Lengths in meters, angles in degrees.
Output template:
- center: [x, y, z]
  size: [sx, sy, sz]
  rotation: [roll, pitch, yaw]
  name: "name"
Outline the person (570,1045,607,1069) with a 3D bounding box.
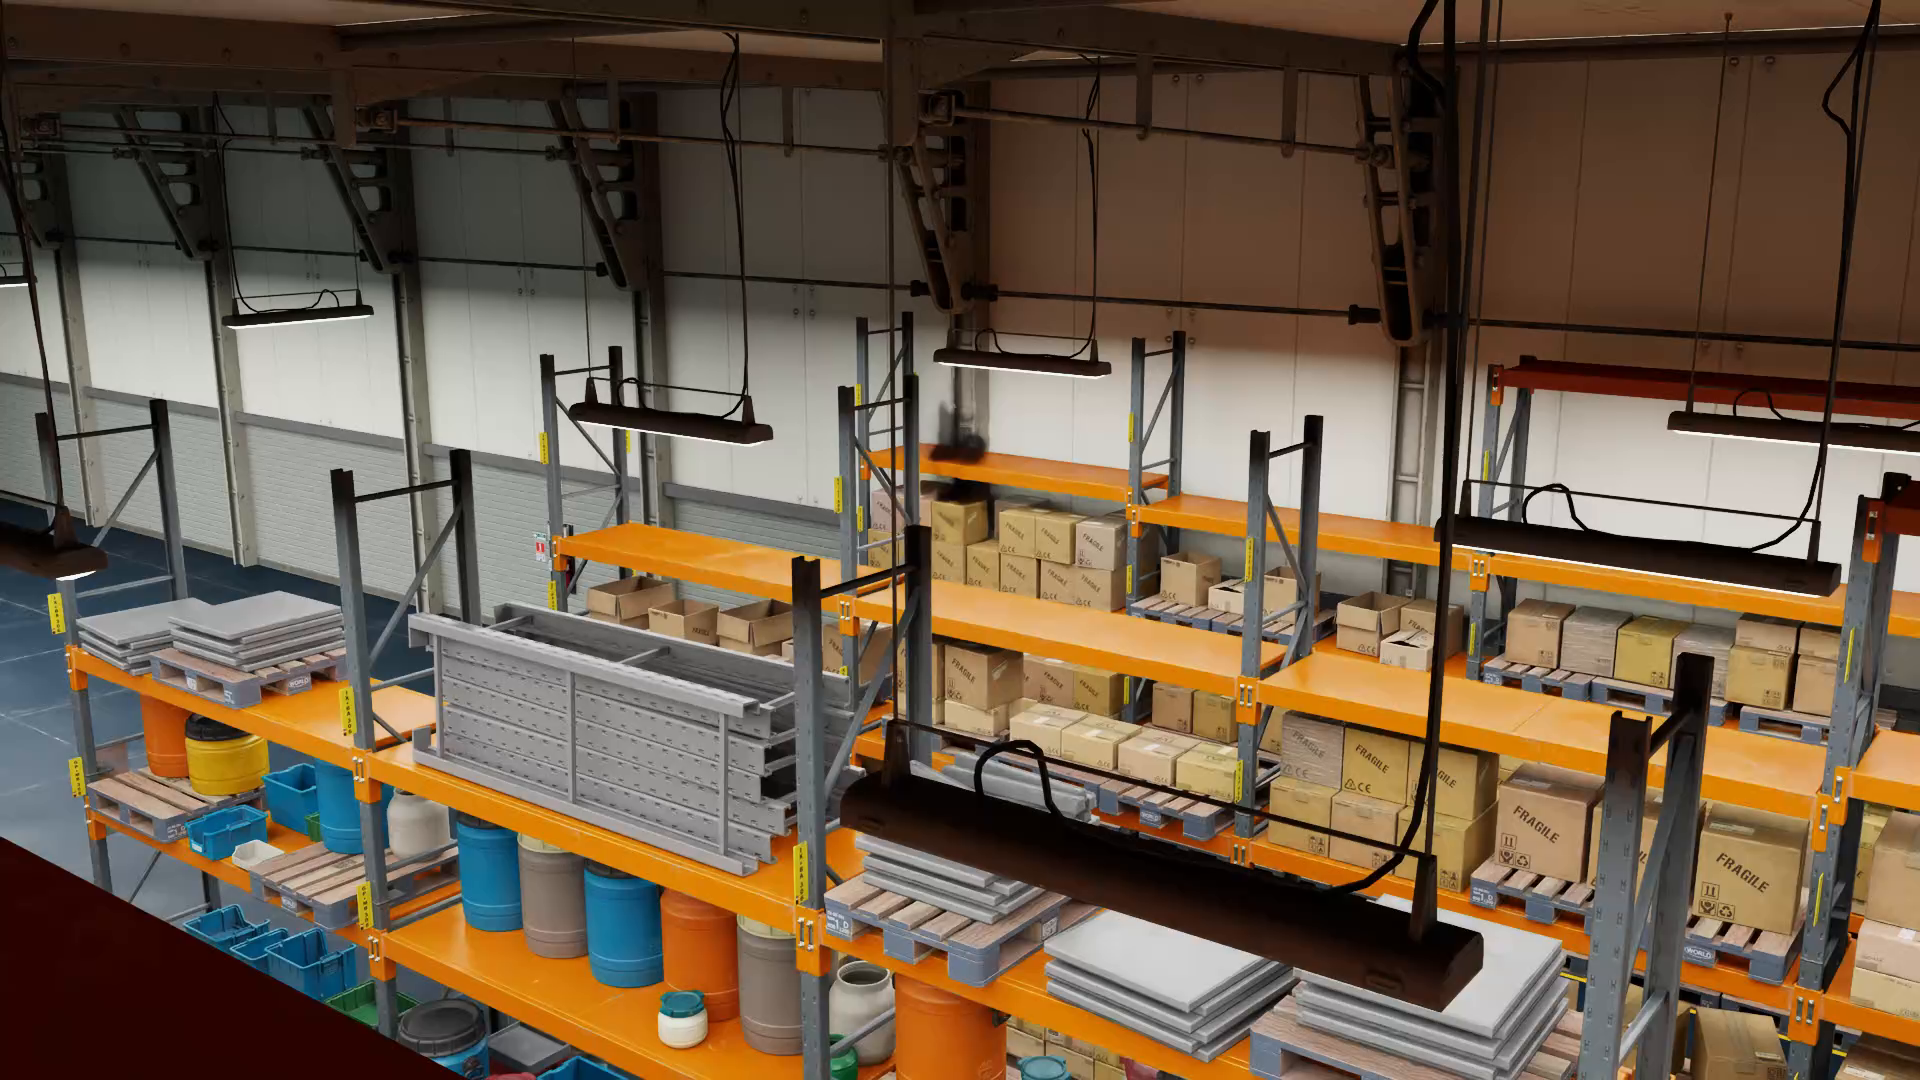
- center: [-3.096, 4.098, 13.746]
  size: [0.769, 1.825, 0.676]
  rotation: [10, 16, 36]
  name: "person"
